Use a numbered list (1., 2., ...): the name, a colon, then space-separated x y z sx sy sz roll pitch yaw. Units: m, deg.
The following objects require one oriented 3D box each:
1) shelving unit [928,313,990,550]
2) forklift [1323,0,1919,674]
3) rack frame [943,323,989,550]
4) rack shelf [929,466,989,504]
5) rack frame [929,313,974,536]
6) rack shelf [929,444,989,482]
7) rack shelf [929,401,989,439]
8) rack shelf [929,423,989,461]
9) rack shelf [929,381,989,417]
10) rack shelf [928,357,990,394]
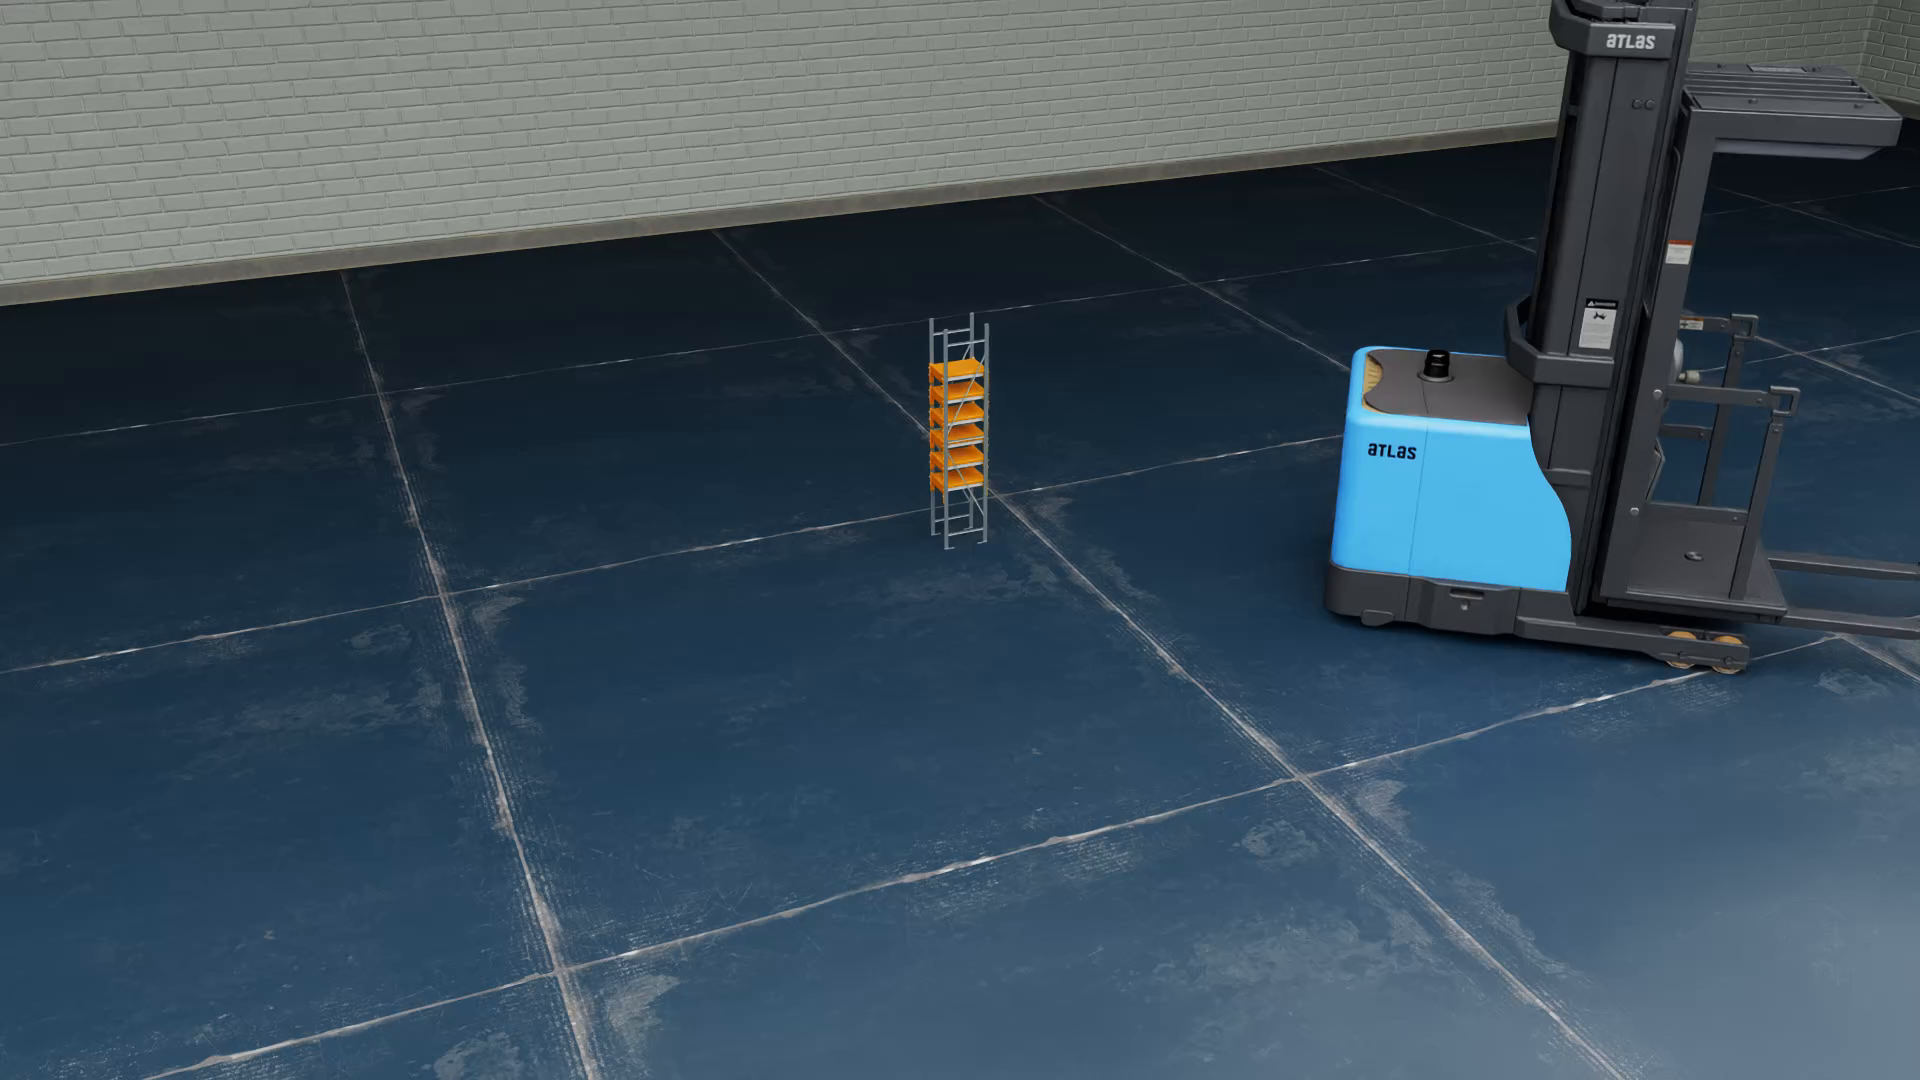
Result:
1. shelving unit: -0.006 -0.545 8.499 0.258 1.200 0.189 -11 28 -21
2. forklift: 3.313 -0.971 7.399 3.031 2.935 1.130 6 27 13
3. rack frame: 0.030 -0.508 8.423 0.240 1.200 0.006 -11 28 -21
4. rack shelf: -0.006 -0.289 8.624 0.258 0.103 0.180 -11 28 -21
5. rack frame: -0.042 -0.582 8.574 0.240 1.200 0.006 -11 28 -21
6. rack shelf: -0.006 -0.397 8.571 0.258 0.103 0.180 -11 28 -21
7. rack shelf: -0.006 -0.613 8.466 0.258 0.103 0.180 -11 28 -21
8. rack shelf: -0.006 -0.505 8.518 0.258 0.103 0.180 -11 28 -21
9. rack shelf: -0.006 -0.721 8.413 0.258 0.103 0.180 -11 28 -21
10. rack shelf: -0.006 -0.829 8.360 0.258 0.103 0.180 -11 28 -21
